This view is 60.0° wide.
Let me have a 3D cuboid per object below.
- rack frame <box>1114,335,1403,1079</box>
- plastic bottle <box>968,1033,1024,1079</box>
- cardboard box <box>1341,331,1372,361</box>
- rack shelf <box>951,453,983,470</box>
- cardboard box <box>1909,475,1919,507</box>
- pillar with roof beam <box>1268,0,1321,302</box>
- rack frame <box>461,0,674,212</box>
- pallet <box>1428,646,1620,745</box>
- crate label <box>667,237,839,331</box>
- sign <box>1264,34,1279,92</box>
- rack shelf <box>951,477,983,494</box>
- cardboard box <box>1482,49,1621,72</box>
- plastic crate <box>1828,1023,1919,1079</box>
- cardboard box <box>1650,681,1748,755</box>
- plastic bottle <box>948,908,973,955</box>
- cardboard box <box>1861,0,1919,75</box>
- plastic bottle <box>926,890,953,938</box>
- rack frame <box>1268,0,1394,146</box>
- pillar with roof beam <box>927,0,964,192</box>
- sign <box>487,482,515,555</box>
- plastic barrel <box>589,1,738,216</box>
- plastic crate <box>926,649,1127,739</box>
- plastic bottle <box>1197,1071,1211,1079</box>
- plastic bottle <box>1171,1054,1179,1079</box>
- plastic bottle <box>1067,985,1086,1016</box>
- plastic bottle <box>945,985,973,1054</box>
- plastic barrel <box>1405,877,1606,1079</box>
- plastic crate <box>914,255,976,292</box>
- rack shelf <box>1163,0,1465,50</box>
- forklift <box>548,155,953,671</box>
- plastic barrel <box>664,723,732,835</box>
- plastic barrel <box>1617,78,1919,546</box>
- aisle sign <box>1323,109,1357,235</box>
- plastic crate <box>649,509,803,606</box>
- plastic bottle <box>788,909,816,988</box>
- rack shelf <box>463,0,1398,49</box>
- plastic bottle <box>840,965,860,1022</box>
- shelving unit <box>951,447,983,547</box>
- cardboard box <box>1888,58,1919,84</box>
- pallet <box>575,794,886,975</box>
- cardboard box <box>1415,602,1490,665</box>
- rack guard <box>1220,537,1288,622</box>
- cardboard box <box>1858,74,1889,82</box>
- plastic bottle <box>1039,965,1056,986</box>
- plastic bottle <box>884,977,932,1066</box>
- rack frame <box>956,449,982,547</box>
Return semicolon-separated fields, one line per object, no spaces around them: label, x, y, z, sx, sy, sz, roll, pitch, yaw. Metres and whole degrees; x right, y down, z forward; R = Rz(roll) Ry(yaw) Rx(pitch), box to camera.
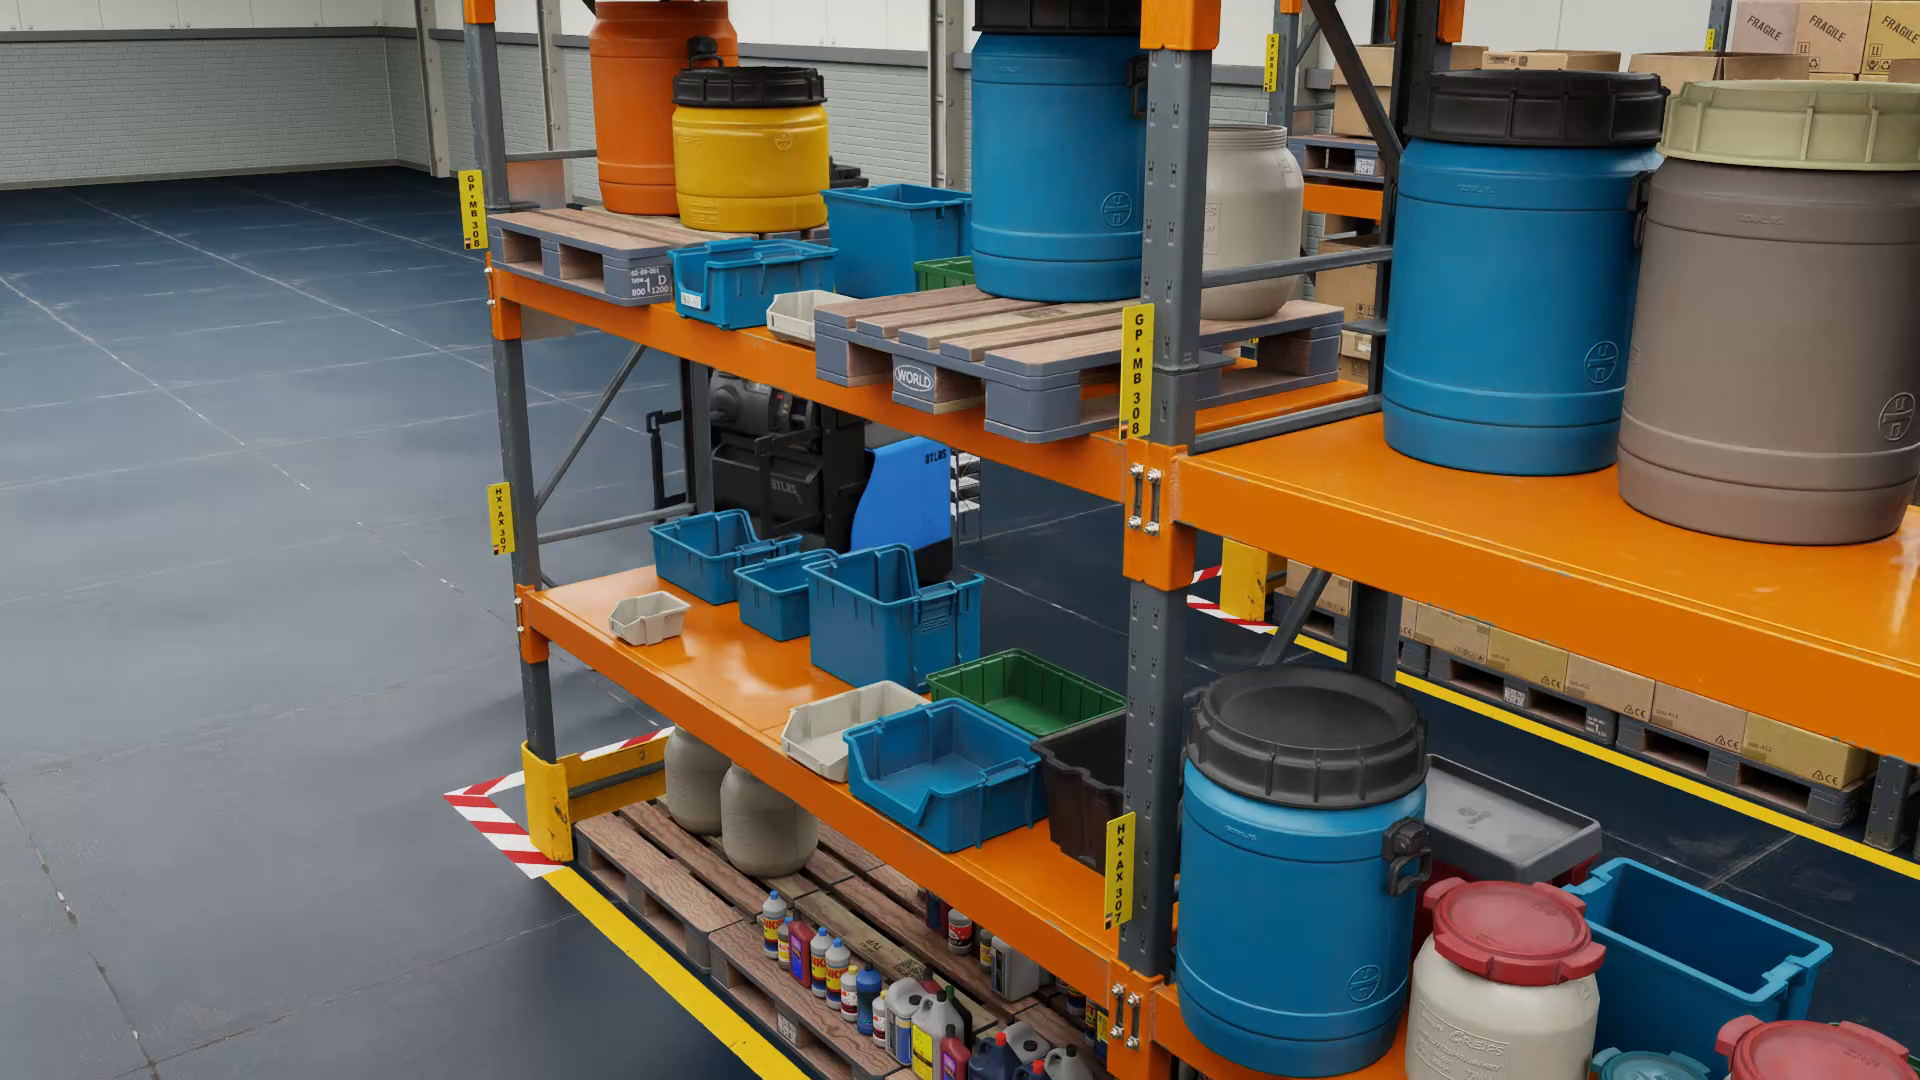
rack frame;0.867;0.916;4.823;1.000;3.000;0.127;-14;23;-36
plastic bottle;0.122;1.815;5.622;0.144;0.351;0.185;-15;24;-39
cardboard box;2.509;-1.187;9.985;0.380;0.149;0.250;-15;23;-37
rack shelf;0.005;-0.564;12.169;0.258;0.077;0.200;-14;23;-36
cardboard box;4.471;-0.205;8.050;0.700;0.500;0.500;-15;23;-38
pillar with roof beam;0.162;-5.485;14.612;9.100;9.000;0.400;-14;23;-36
rack frame;-1.617;-2.917;6.856;1.000;3.000;0.127;-14;23;-36
pallet;3.529;0.769;9.703;1.003;0.211;1.213;-14;23;-36
crate label;-0.714;-0.897;5.764;0.502;0.251;0.408;-14;23;-36
sign;1.829;-2.805;9.772;0.100;0.325;0.005;-14;23;-36
rack shelf;0.005;-0.394;12.225;0.258;0.077;0.200;-14;23;-36
cardboard box;3.085;-2.310;8.744;0.500;0.500;0.500;-14;23;-36
plastic crate;2.169;1.391;3.727;0.450;0.188;0.662;-14;23;-36
cardboard box;3.990;0.860;8.700;0.500;0.250;0.500;-14;23;-36
plastic bottle;0.002;1.548;6.668;0.097;0.201;0.097;0;18;0
cardboard box;6.797;-3.558;11.784;0.500;0.500;0.500;-13;22;-35
plastic bottle;-0.081;1.467;6.782;0.061;0.283;0.133;-14;23;-36
rack frame;2.268;-3.883;9.773;1.000;3.000;0.127;-14;23;-36
pillar with roof beam;-3.564;-6.964;19.077;9.100;9.000;0.400;-14;23;-36
sign;-2.051;-0.094;7.435;0.100;0.325;0.005;-14;23;-36
plastic barrel;-1.216;-1.801;6.908;0.600;0.830;0.708;-14;23;-36
plastic crate;0.245;0.627;6.033;0.450;0.188;0.662;-14;23;-36
plastic bottle;0.886;1.822;5.840;0.097;0.201;0.097;0;18;0
plastic bottle;0.707;1.780;5.837;0.061;0.283;0.133;-14;23;-36
plastic bottle;0.453;1.647;6.256;0.097;0.271;0.097;0;18;0
plastic bottle;-0.015;1.741;5.953;0.061;0.283;0.133;-14;23;-36
plastic barrel;1.289;1.131;3.960;0.433;0.535;0.433;0;18;0
plastic crate;0.100;-0.849;5.719;0.336;0.188;0.450;-14;23;-36
rack shelf;2.108;-0.907;2.567;1.077;0.370;4.000;-14;23;-36
forklift;-1.379;-0.874;10.339;1.130;2.935;3.031;15;23;38
plastic barrel;-1.148;1.060;7.680;0.421;0.512;0.421;0;18;0
plastic barrel;1.759;-0.501;3.535;0.600;0.901;0.600;0;18;0
aisle sign;2.458;-2.343;10.530;0.394;0.787;0.004;-14;23;-36
plastic crate;-1.072;0.066;7.627;0.499;0.251;0.616;-14;23;-36
plastic bottle;-0.609;1.578;6.445;0.061;0.283;0.133;-14;23;-35
rack shelf;-0.375;-1.893;5.544;1.077;0.370;4.000;-14;23;-36
plastic bottle;-0.399;1.691;6.234;0.097;0.201;0.097;0;18;0
shelving unit;0.005;-0.425;12.215;0.258;0.900;0.210;-14;23;-36
cardboard box;4.646;-1.962;7.695;0.500;0.500;0.500;-12;22;-32
pallet;-1.033;1.465;7.601;1.003;0.211;1.213;-14;23;-36
cardboard box;3.050;0.492;9.810;0.500;0.250;0.500;-14;23;-36
rack guard;2.253;0.146;11.127;1.175;0.500;0.348;-14;23;-36
cardboard box;6.792;-3.086;11.948;0.500;0.500;0.500;-13;22;-34
plastic bottle;0.310;1.534;6.472;0.144;0.351;0.185;-14;23;-37
plastic bottle;-0.177;1.730;5.998;0.152;0.276;0.135;-13;23;-35
rack frame;0.068;-0.400;12.139;0.240;0.900;0.006;-14;23;-36
